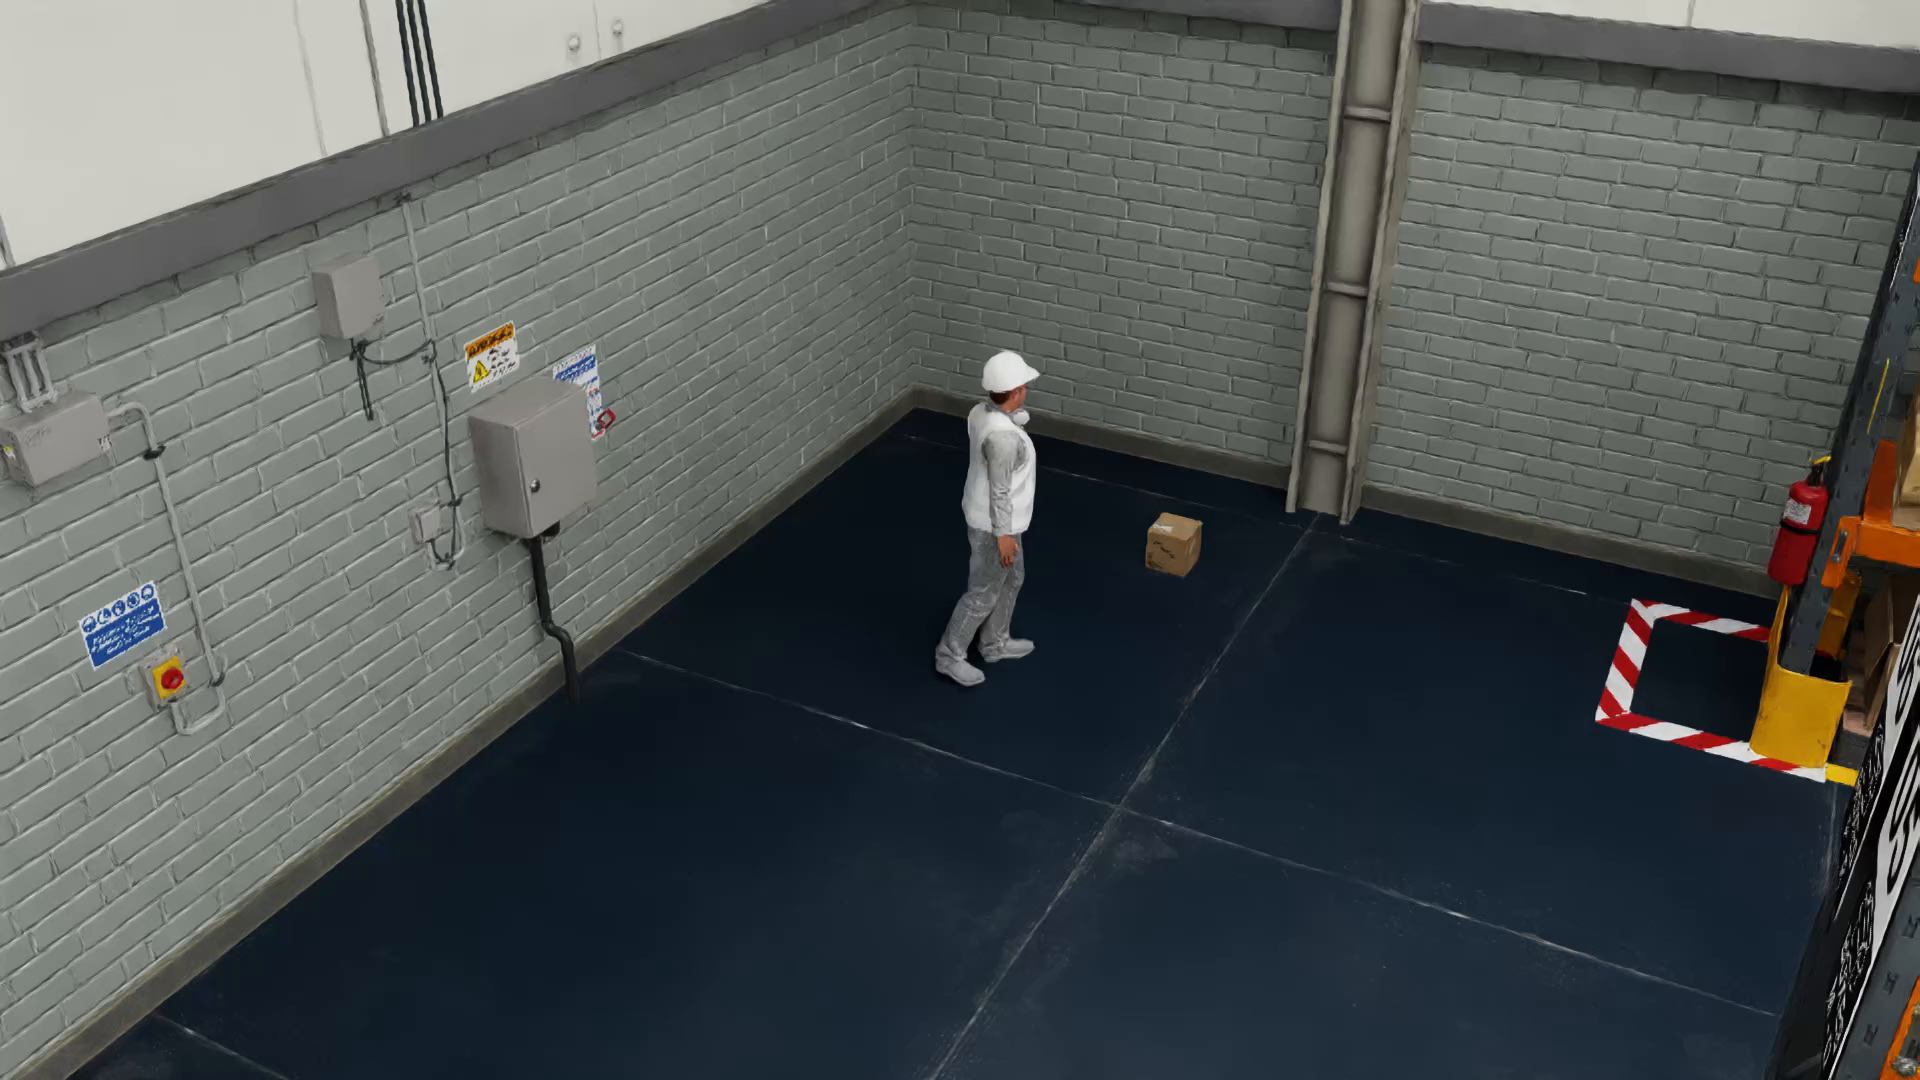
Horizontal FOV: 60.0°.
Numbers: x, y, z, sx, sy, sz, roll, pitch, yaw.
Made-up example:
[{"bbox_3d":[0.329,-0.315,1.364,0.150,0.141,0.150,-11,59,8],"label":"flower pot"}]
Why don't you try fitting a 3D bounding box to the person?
[{"bbox_3d":[0.135,-0.118,8.476,0.556,1.762,0.566,-3,30,-5],"label":"person"}]
